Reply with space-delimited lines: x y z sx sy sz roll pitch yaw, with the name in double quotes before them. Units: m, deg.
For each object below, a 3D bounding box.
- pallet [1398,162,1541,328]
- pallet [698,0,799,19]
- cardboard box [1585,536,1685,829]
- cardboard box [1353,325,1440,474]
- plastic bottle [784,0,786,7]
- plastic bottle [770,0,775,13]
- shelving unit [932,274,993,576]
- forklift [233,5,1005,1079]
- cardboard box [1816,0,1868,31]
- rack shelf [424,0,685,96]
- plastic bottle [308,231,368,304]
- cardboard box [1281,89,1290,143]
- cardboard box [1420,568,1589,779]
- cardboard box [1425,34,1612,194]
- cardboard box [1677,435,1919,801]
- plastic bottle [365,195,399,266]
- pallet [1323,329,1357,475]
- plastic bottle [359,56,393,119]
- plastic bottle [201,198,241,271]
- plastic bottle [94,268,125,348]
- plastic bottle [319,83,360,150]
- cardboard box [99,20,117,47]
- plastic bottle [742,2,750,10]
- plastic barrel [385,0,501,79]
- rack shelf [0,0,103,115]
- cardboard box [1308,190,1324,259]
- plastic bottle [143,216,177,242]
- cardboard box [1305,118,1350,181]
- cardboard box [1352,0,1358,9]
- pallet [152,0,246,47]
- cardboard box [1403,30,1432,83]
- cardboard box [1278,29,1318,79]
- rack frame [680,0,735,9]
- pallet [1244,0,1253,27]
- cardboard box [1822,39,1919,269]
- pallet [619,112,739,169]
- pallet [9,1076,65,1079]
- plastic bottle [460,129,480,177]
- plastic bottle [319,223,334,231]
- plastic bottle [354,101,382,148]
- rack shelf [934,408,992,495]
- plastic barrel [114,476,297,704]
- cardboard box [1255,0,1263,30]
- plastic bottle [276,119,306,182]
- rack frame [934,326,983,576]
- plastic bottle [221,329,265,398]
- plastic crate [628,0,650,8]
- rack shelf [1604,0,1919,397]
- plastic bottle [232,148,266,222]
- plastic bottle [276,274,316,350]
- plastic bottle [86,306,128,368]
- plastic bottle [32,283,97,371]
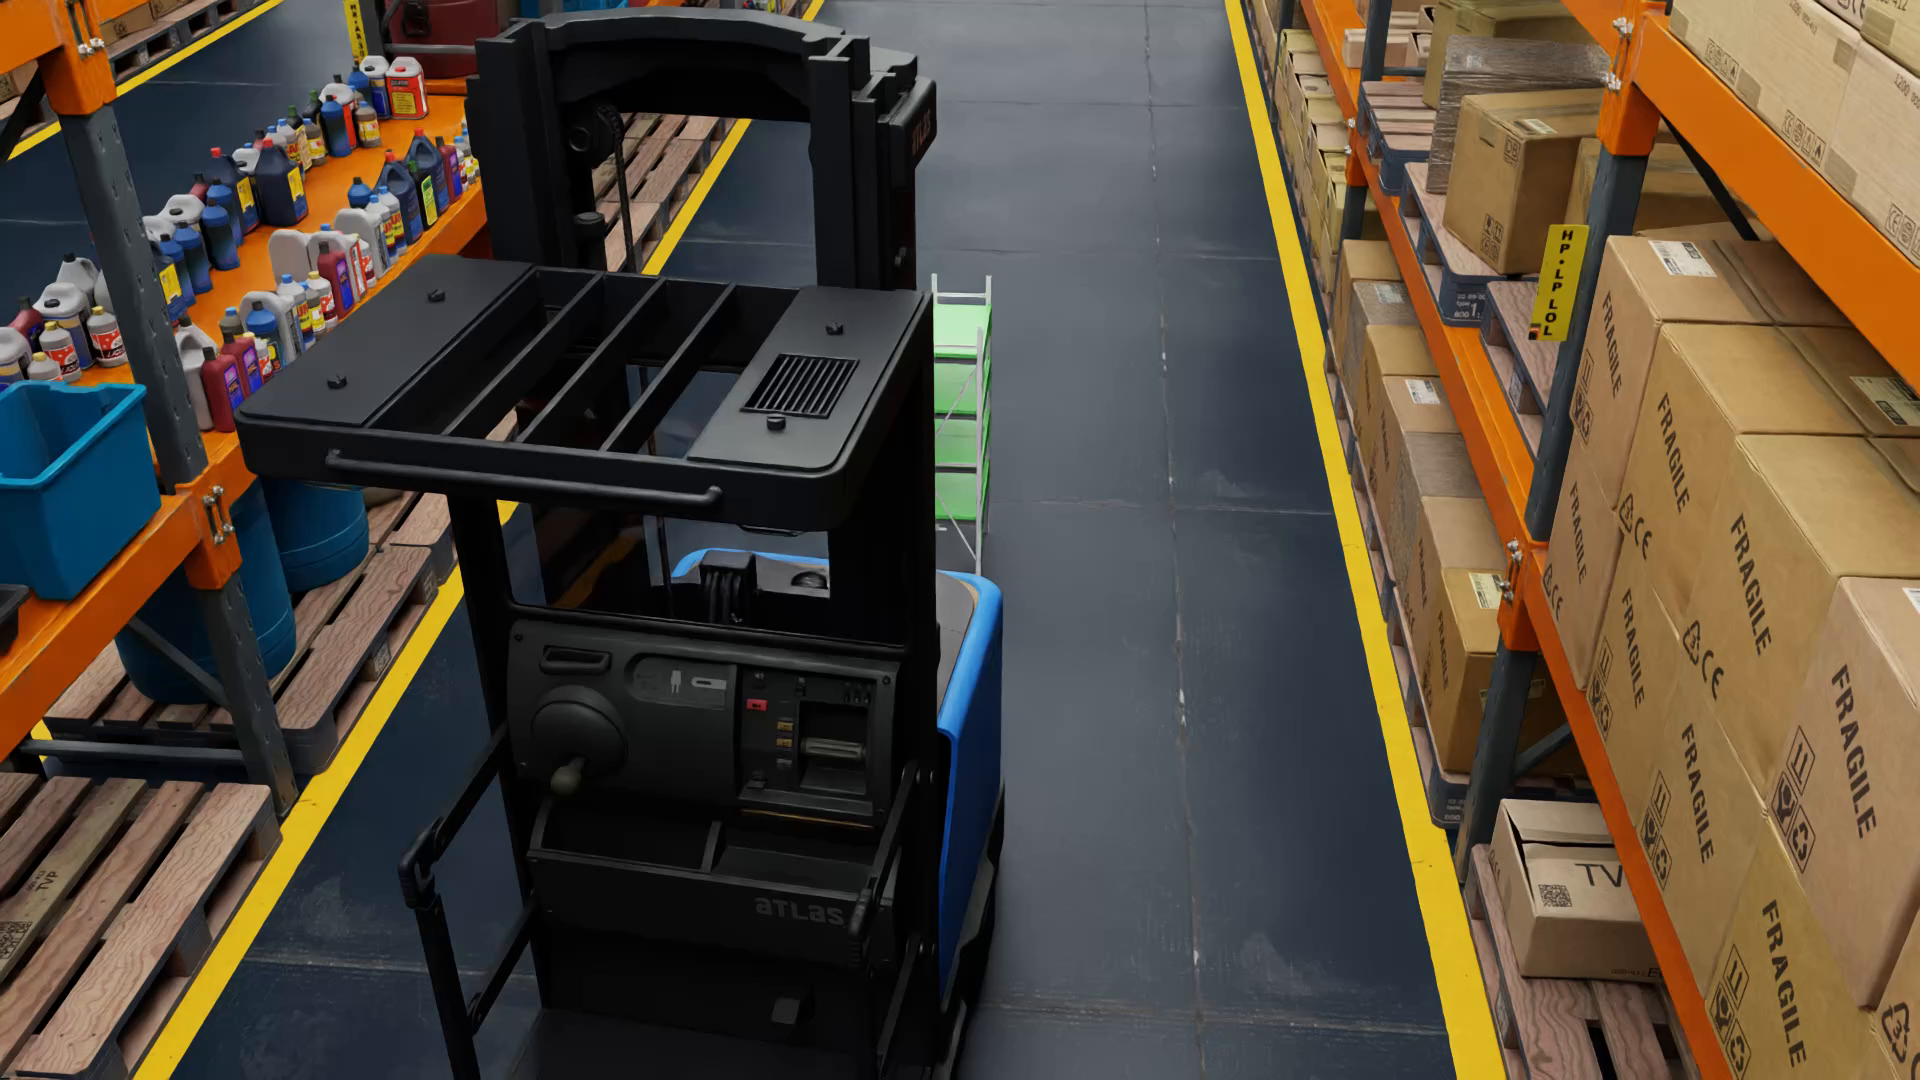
"pallet" 2.302 -1.153 6.445 1.003 0.211 1.213 2 32 4
"pallet" -1.963 -4.359 14.122 1.003 0.211 1.213 2 32 4
"cardboard box" 1.778 0.320 3.777 0.500 0.500 0.500 3 32 5
"cardboard box" 2.051 -0.613 7.349 0.500 0.500 0.500 2 32 3
"plastic bottle" -1.543 -4.666 14.210 0.097 0.201 0.097 0 32 0
"plastic bottle" -1.611 -4.439 13.700 0.144 0.351 0.185 4 32 6
"shelving unit" -0.013 -0.424 6.795 0.258 1.200 0.503 2 32 4
"forklift" -0.642 0.483 3.673 1.130 2.935 3.031 6 32 9
"cardboard box" 1.804 -1.081 2.953 0.500 0.250 0.500 2 32 4
"rack shelf" -2.318 -3.205 10.277 1.077 0.370 4.000 2 32 4
"plastic bottle" -2.314 -1.031 6.182 0.152 0.276 0.135 2 32 4
"cardboard box" 2.458 -2.884 11.292 0.500 0.250 0.500 3 32 5
"cardboard box" 1.884 0.446 5.630 0.500 0.500 0.500 2 32 4
"cardboard box" 2.252 -1.669 6.604 0.700 0.500 0.500 8 33 13
"cardboard box" 1.727 0.144 3.108 0.500 0.500 0.500 2 32 3
"plastic bottle" -2.259 -1.210 6.477 0.097 0.271 0.097 0 32 0
"pallet" 2.357 -0.676 8.146 1.003 0.211 1.213 2 32 4
"plastic bottle" -2.839 -2.200 8.079 0.152 0.276 0.135 2 32 4
"plastic bottle" -2.871 -1.190 6.444 0.097 0.271 0.097 0 32 0
"plastic bottle" -2.915 -0.841 5.803 0.144 0.351 0.185 2 32 4
"plastic bottle" -2.876 -1.958 7.687 0.152 0.276 0.135 2 32 4
"cardboard box" -7.020 -4.091 13.011 0.500 0.500 0.500 2 32 2
"plastic bottle" -1.676 -4.021 13.021 0.144 0.351 0.185 3 32 5
"plastic barrel" -2.745 -2.779 8.771 0.600 0.536 0.708 2 32 4
"rack shelf" -2.970 -0.299 2.702 1.077 0.370 4.000 2 32 4
"cardboard box" 2.294 -1.815 9.557 0.500 0.250 0.500 2 32 3
"plastic bottle" -3.015 -1.066 6.239 0.152 0.276 0.135 2 32 4
"cardboard box" 2.332 -2.319 9.840 0.500 0.311 0.500 2 32 4
"cardboard box" 2.619 -3.448 9.890 0.500 0.500 0.500 3 32 4
"pallet" -6.976 -4.574 14.471 1.003 0.211 1.213 2 32 4
"cardboard box" 2.529 -2.402 8.374 0.500 0.311 0.500 4 32 7
"cardboard box" 2.499 -3.385 11.570 0.500 0.311 0.500 3 32 4
"rack frame" -2.156 -4.557 11.786 1.000 3.000 0.127 2 32 4
"pallet" 3.086 -4.846 14.913 1.003 0.211 1.213 2 32 4
"cardboard box" 1.757 -0.607 2.660 0.500 0.250 0.500 2 32 4
"pallet" -2.181 -2.958 11.848 1.003 0.211 1.213 2 32 4
"pallet" -2.925 1.839 4.065 1.003 0.211 1.213 2 32 4
"plastic bottle" -2.175 -1.716 7.365 0.097 0.201 0.097 0 32 0
"plastic bottle" -2.421 -1.116 6.391 0.097 0.201 0.097 0 32 0
"plastic bottle" -2.750 -1.931 7.713 0.097 0.201 0.097 0 32 0
"rack shelf" -0.013 -0.370 6.828 0.258 0.148 0.480 2 32 4
"plastic barrel" -2.746 0.057 5.898 0.600 0.901 0.708 2 32 4
"cardboard box" 2.718 -4.388 13.732 0.500 0.250 0.500 2 32 4
"plastic bottle" -2.943 -1.706 7.282 0.097 0.271 0.097 0 32 0
"rack frame" -0.033 -0.297 6.588 0.240 1.200 0.015 2 32 4
"plastic bottle" -2.341 -0.567 5.423 0.061 0.283 0.133 2 32 4
"plastic crate" -2.045 -3.325 9.725 0.402 0.464 0.583 2 32 4
"rack shelf" 1.967 -0.085 2.356 1.077 0.370 4.000 2 32 4
"plastic bottle" -2.952 -1.475 6.903 0.152 0.276 0.135 2 32 4
"plastic bottle" -2.323 -0.796 5.805 0.097 0.271 0.097 0 32 0
"plastic bottle" -2.941 -0.705 5.724 0.097 0.201 0.097 0 32 0
"plastic bottle" -3.067 -0.732 5.697 0.152 0.276 0.135 2 32 4
